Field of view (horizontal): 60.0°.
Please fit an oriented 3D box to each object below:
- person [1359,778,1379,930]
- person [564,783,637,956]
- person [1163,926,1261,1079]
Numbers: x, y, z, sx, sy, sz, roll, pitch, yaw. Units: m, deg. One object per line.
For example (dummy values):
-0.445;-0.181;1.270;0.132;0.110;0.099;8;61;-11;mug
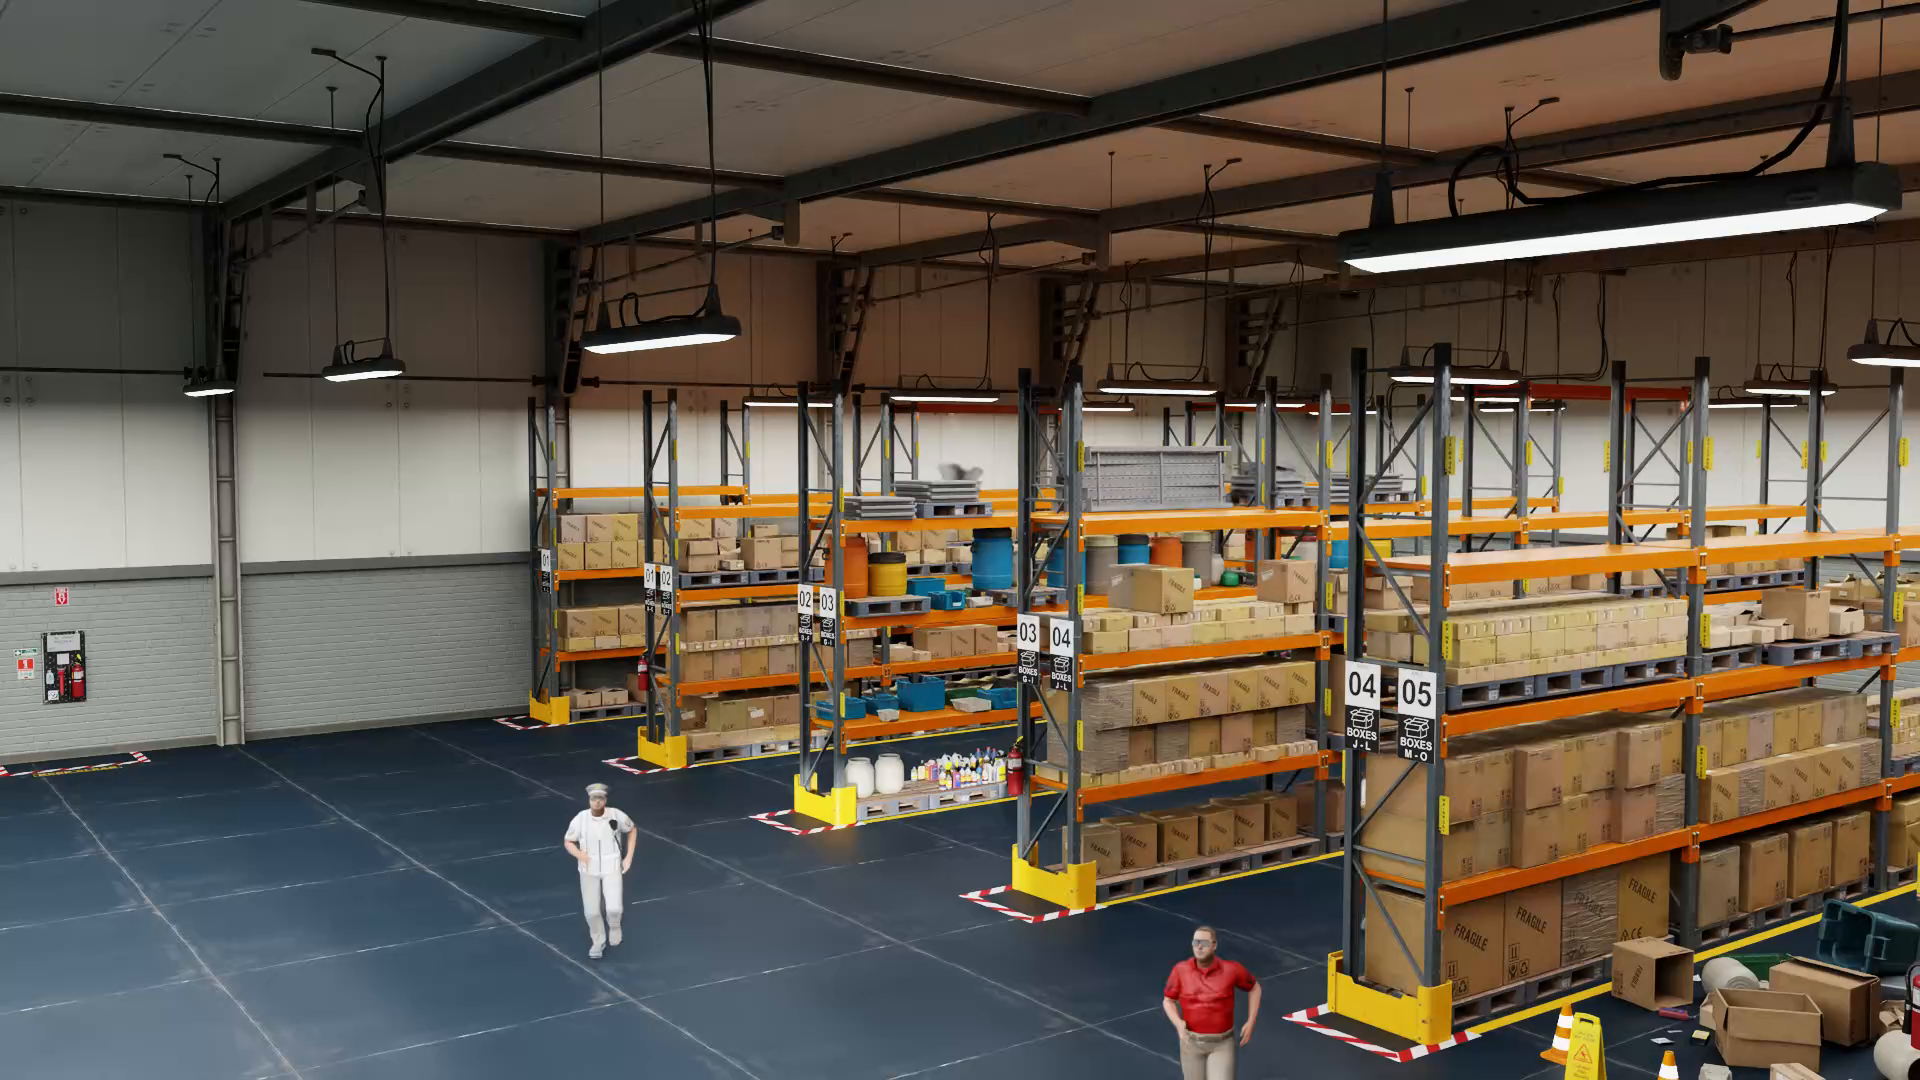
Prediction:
4.459;3.178;17.773;0.677;1.778;0.961;3;4;39;person
-3.595;3.302;16.636;0.716;1.754;0.569;-1;3;-11;person
1.770;3.629;11.861;0.674;1.712;0.680;1;4;19;person
